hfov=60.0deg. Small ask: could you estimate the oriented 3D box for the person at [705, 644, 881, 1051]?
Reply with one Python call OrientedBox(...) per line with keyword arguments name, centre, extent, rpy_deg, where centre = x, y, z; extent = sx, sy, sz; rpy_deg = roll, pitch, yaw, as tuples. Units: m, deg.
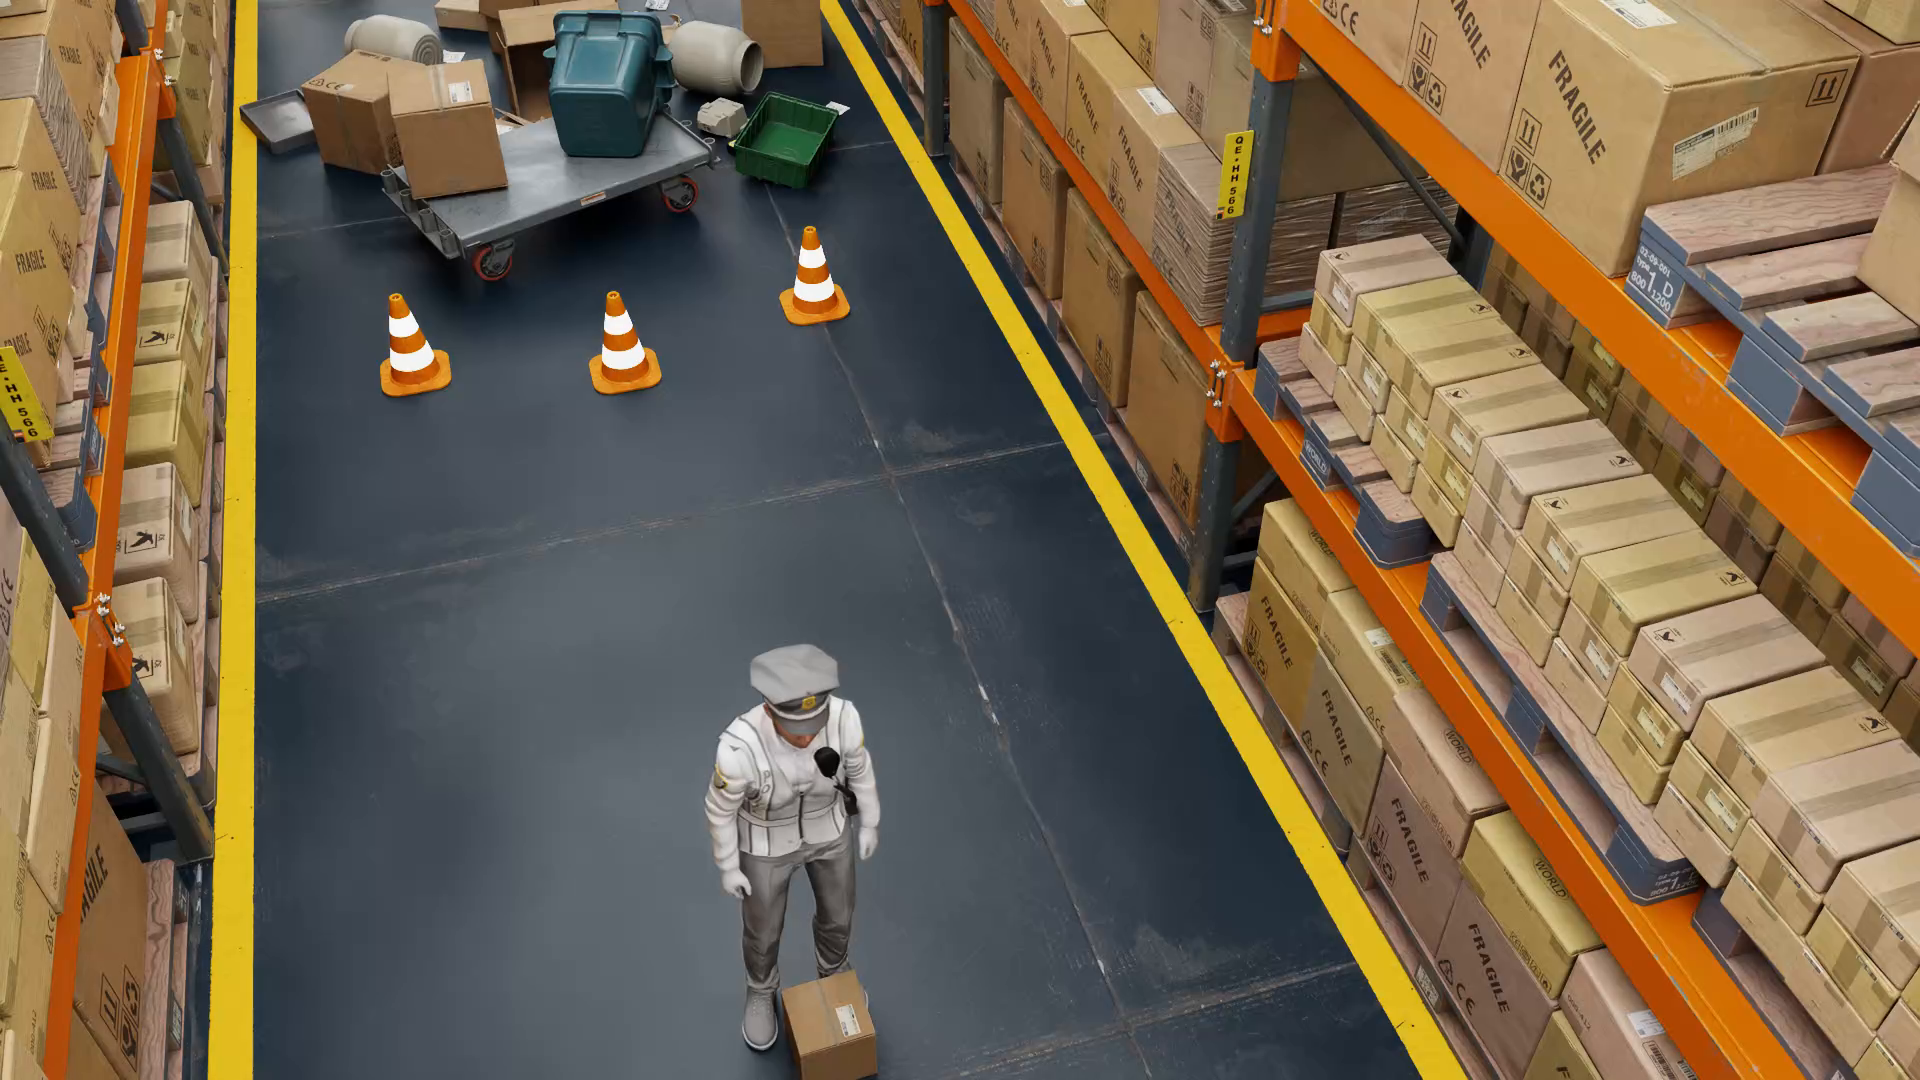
OrientedBox(name="person", centre=(-0.501, 0.934, 5.139), extent=(0.544, 1.663, 0.376), rpy_deg=(-15, 44, -15))
